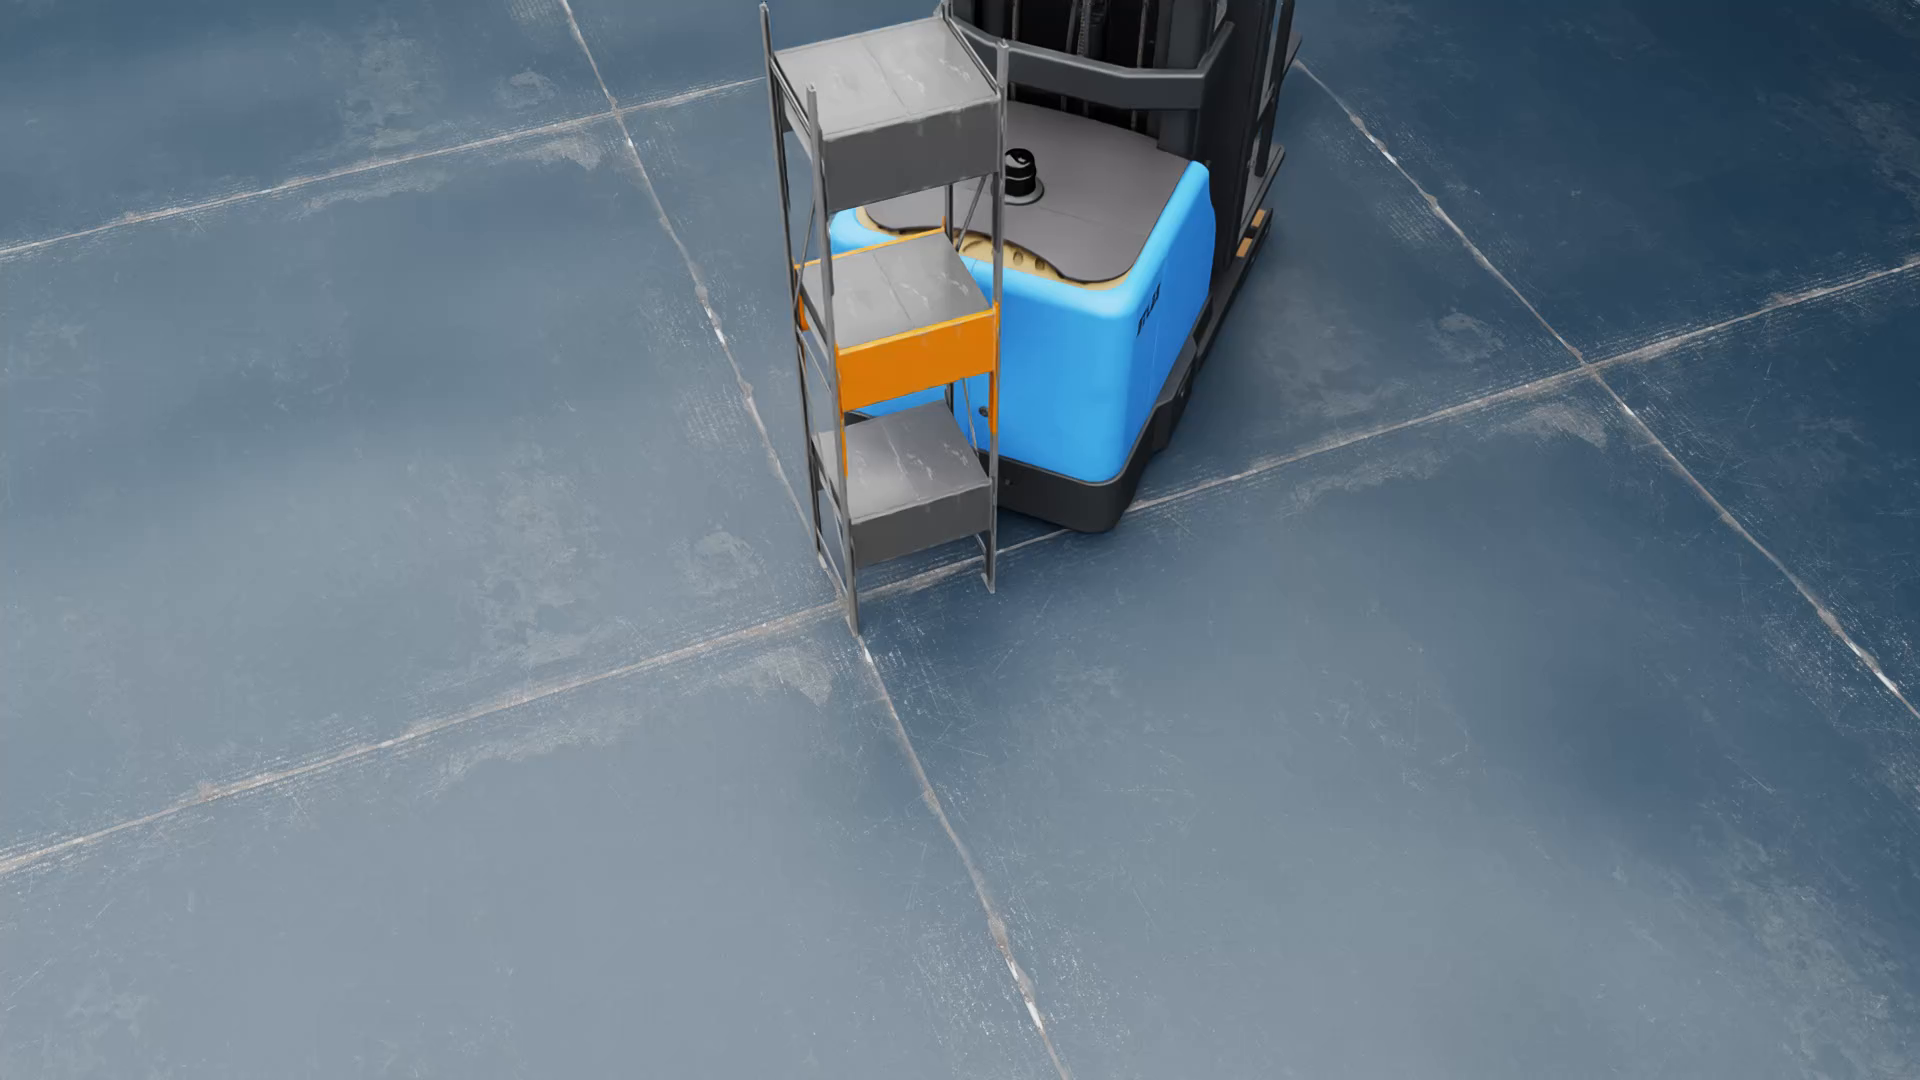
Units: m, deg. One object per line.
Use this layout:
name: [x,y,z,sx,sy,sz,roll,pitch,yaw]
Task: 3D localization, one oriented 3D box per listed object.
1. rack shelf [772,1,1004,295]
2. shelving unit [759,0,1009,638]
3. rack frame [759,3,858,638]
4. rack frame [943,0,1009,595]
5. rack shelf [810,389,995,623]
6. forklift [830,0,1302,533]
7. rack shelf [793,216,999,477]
rack shelf: [-0.191,-1.021,4.338,0.480,0.518,0.431,-17,51,-14]
shelving unit: [-0.191,-0.574,4.859,0.503,2.100,0.431,-17,51,-14]
rack frame: [-0.417,-0.505,4.799,0.015,2.100,0.400,-17,51,-14]
rack frame: [0.036,-0.643,4.918,0.015,2.100,0.400,-17,51,-14]
rack shelf: [-0.191,-0.109,5.400,0.480,0.518,0.431,-17,51,-14]
forklift: [0.618,-2.120,5.639,1.130,2.935,3.031,18,52,15]
rack shelf: [-0.191,-0.565,4.869,0.480,0.518,0.431,-17,51,-14]
